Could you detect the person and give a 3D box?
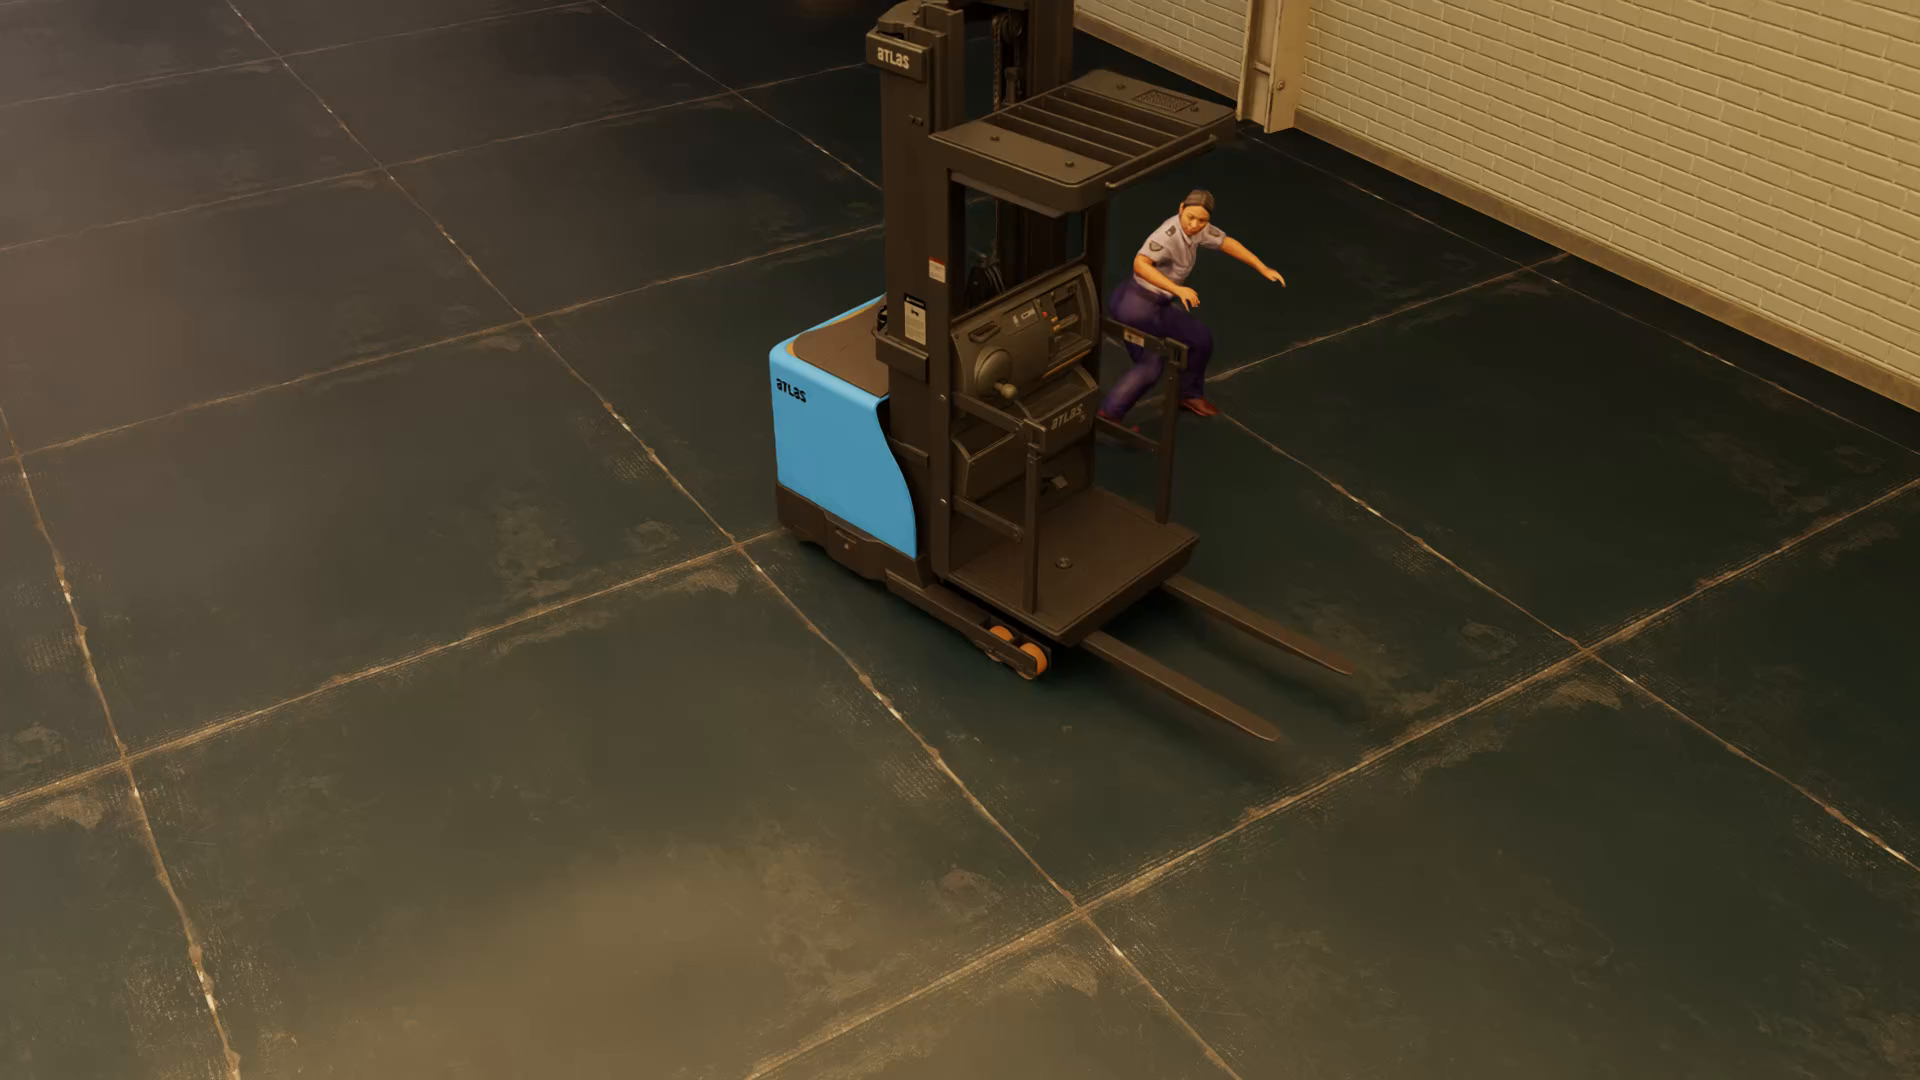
[{"bbox_3d":[1.287,-1.220,9.241,1.062,1.440,0.836,-1,35,-1],"label":"person"}]

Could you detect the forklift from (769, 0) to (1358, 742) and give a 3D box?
[{"bbox_3d":[0.461,-0.890,7.415,3.031,2.935,1.130,28,44,34],"label":"forklift"}]
